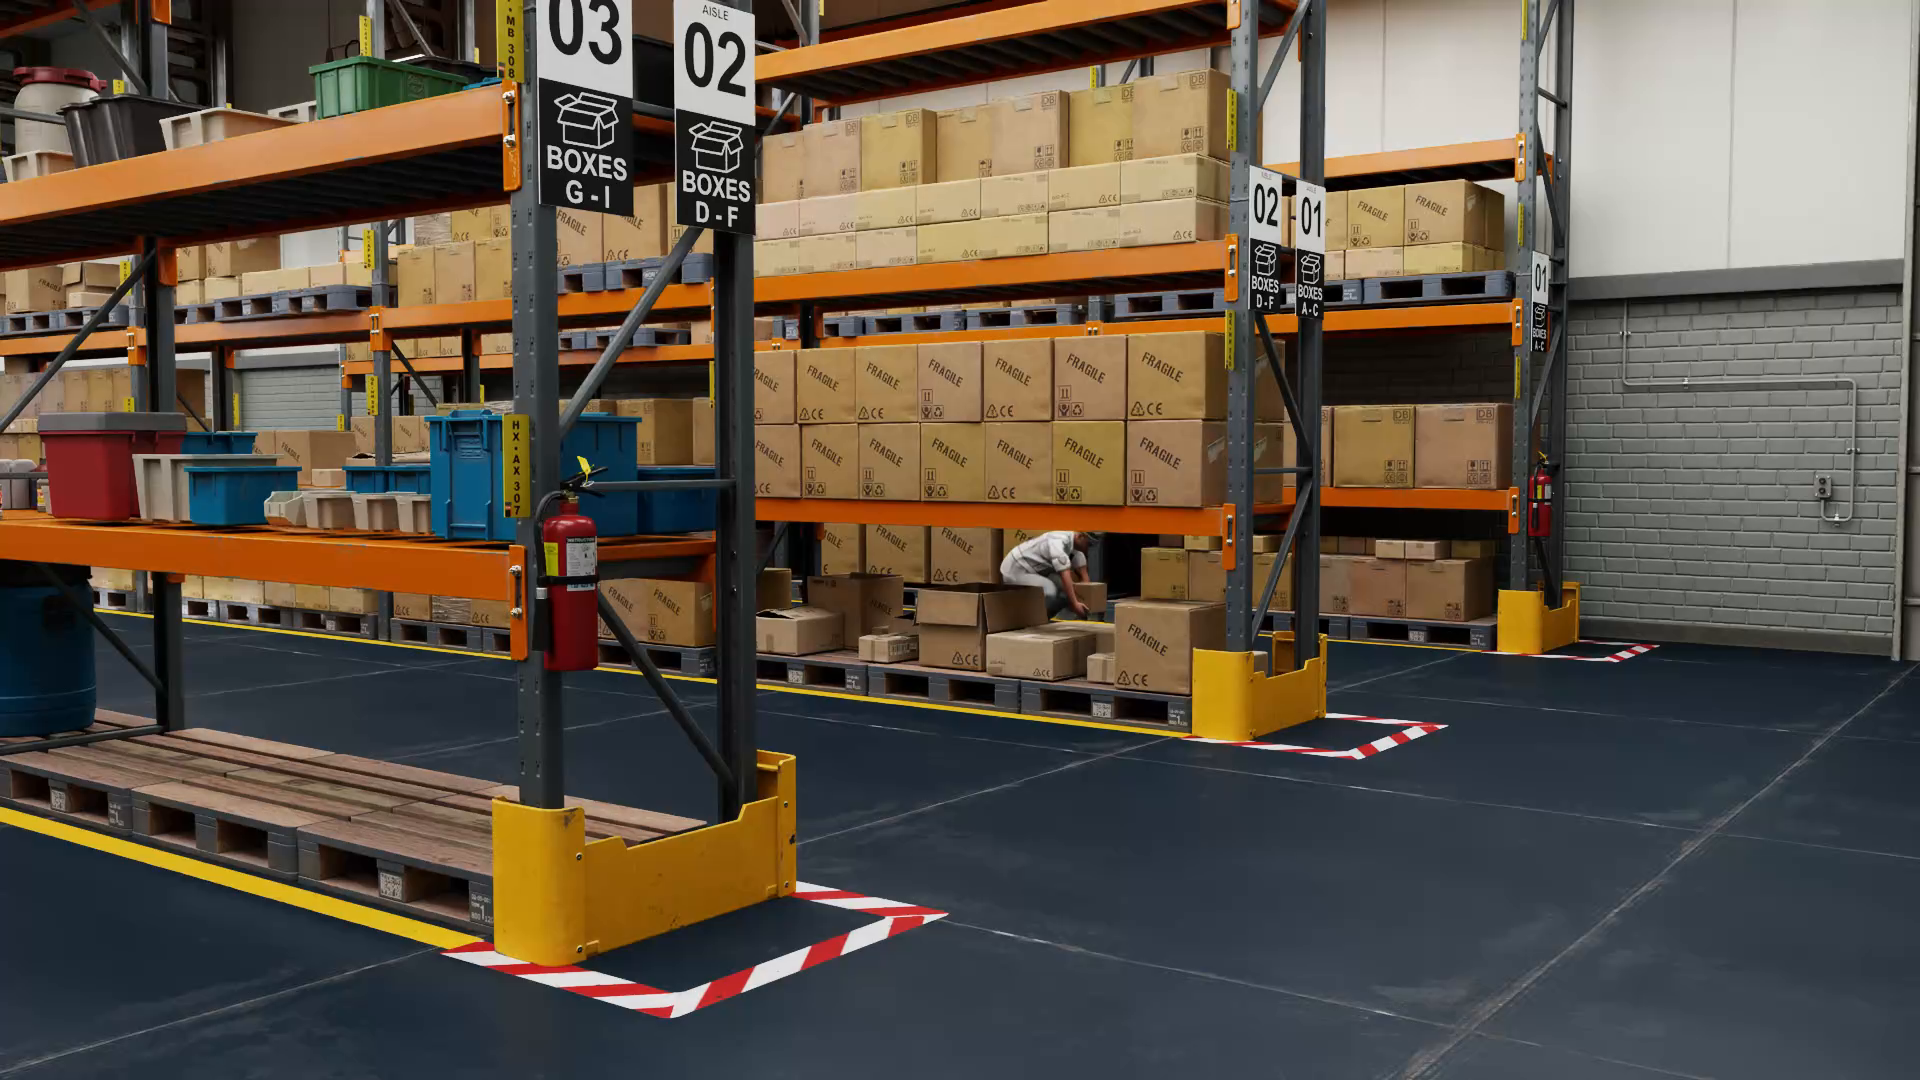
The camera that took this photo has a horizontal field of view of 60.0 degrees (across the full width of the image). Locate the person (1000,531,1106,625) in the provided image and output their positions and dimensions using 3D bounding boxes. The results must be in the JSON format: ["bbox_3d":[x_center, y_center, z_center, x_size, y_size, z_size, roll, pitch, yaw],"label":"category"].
[{"bbox_3d":[0.833,0.317,14.814,0.950,1.025,0.529,2,4,29],"label":"person"}]
